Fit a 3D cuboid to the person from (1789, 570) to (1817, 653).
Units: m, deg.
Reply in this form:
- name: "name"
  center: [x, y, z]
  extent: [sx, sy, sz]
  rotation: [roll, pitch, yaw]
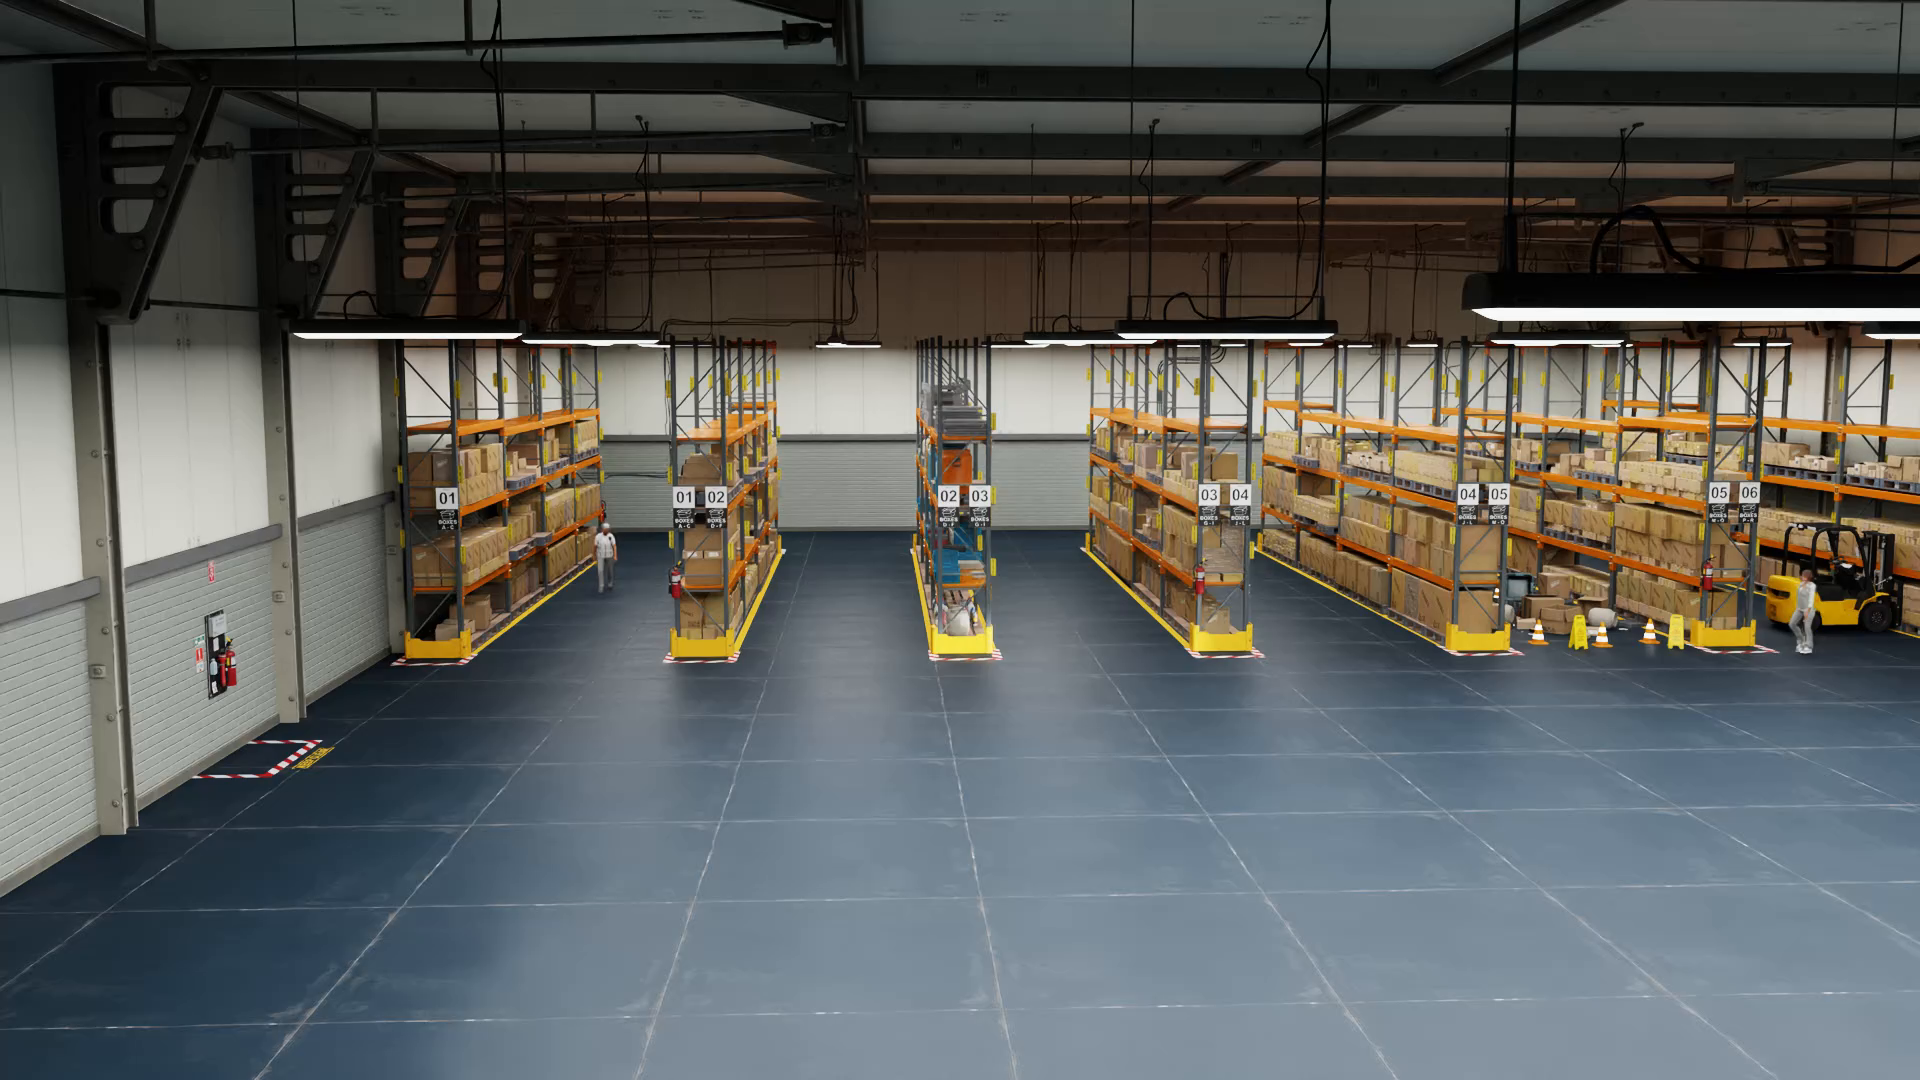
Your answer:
- name: "person"
  center: [15.956, 1.355, 31.403]
  extent: [0.436, 1.608, 0.418]
  rotation: [-3, 7, -21]

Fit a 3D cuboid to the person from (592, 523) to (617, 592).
- name: "person"
  center: [-8.501, 0.396, 39.747]
  extent: [0.589, 1.599, 1.052]
  rotation: [-1, 7, -11]

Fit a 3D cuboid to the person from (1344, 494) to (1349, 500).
- name: "person"
  center: [10.816, -0.415, 46.404]
  extent: [0.597, 1.765, 0.530]
  rotation: [0, 6, -3]
